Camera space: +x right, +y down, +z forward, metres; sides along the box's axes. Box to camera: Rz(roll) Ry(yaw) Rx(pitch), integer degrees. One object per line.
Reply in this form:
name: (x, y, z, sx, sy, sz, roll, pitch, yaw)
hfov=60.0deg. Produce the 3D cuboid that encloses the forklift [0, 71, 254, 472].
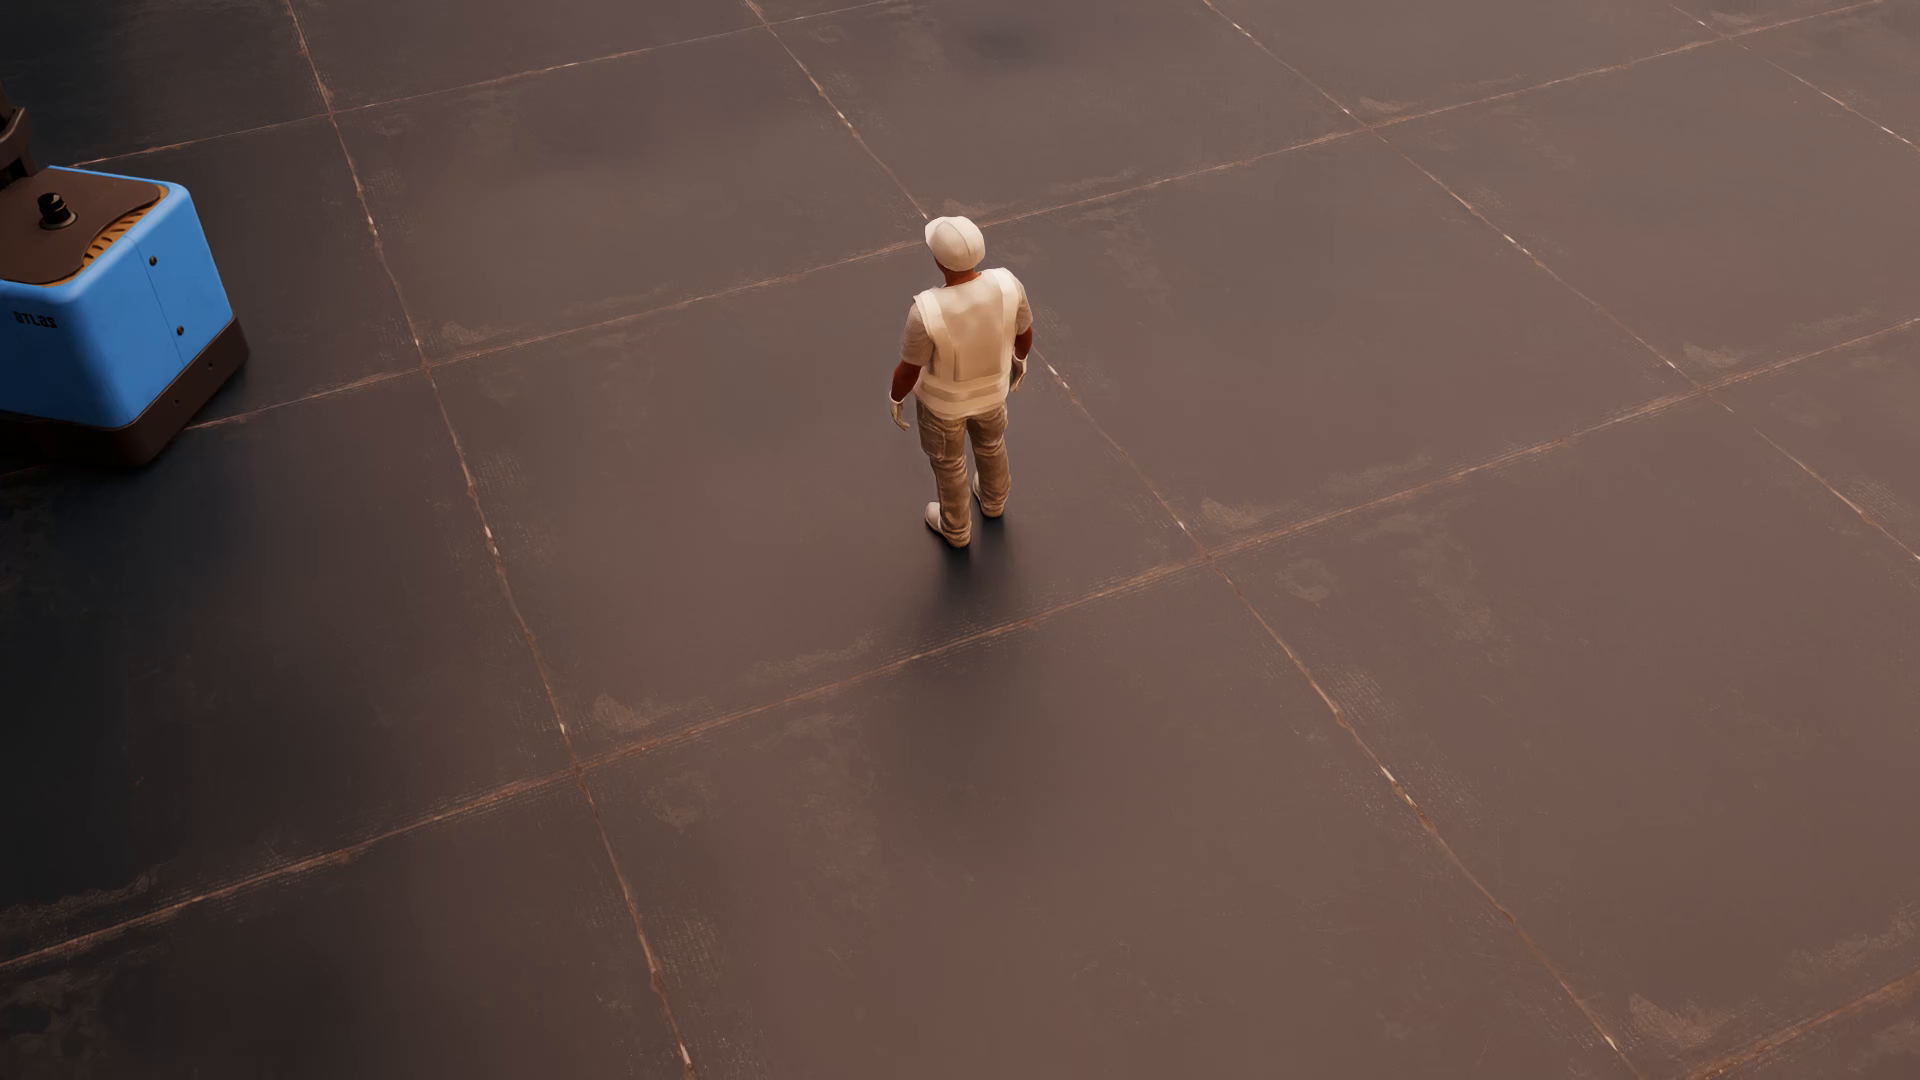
forklift: (-5.299, -1.944, 7.763, 3.031, 2.935, 1.130, 10, 44, 10)

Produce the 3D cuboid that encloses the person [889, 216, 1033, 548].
person: (-0.023, -0.705, 7.266, 0.657, 1.785, 0.575, -18, 46, -18)
